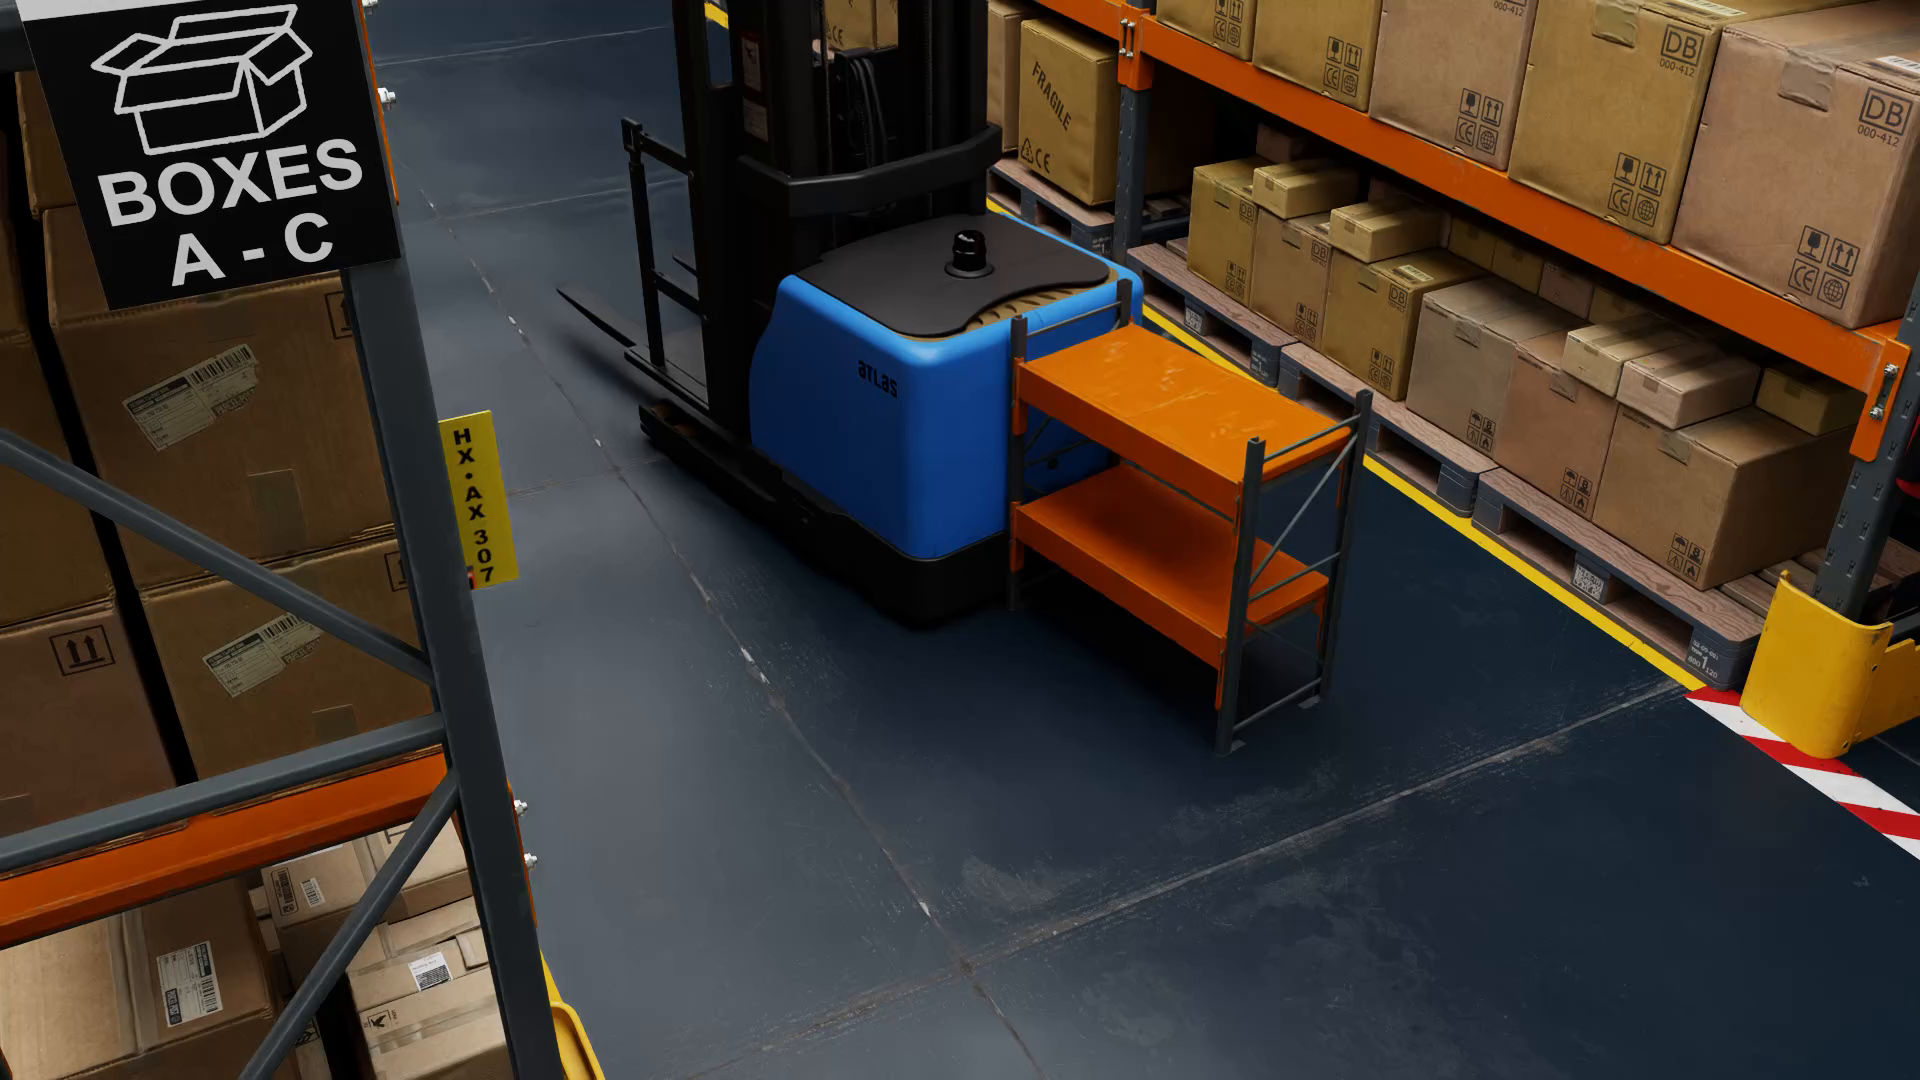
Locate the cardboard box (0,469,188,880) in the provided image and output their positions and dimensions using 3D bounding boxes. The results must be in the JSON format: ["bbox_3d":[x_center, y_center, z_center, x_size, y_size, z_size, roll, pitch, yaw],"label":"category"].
[{"bbox_3d":[-1.734,0.253,2.981,0.500,0.500,0.500,-15,35,-22],"label":"cardboard box"}]

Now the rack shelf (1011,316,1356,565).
[{"bbox_3d":[0.683,-0.341,5.197,0.538,0.278,1.000,-23,39,-32],"label":"rack shelf"}]

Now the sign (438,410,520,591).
[{"bbox_3d":[-0.804,-0.060,2.761,0.100,0.325,0.005,-16,36,-23],"label":"sign"}]

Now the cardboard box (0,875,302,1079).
[{"bbox_3d":[-1.755,1.110,3.646,0.500,0.500,0.500,-16,36,-23],"label":"cardboard box"}]

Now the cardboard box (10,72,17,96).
[{"bbox_3d":[-2.937,-1.390,4.619,0.500,0.500,0.500,-17,36,-25],"label":"cardboard box"}]

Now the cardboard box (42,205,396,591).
[{"bbox_3d":[-1.258,-0.301,2.919,0.500,0.500,0.500,-15,35,-22],"label":"cardboard box"}]

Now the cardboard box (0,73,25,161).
[{"bbox_3d":[-2.456,-0.898,3.851,0.500,0.500,0.500,-15,35,-22],"label":"cardboard box"}]

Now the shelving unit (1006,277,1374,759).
[{"bbox_3d":[0.683,-0.095,5.355,0.538,1.125,1.048,-23,39,-32],"label":"shelving unit"}]

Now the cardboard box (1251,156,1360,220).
[{"bbox_3d":[1.488,-1.521,7.171,0.380,0.149,0.250,-15,35,-22],"label":"cardboard box"}]

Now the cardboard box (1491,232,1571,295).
[{"bbox_3d":[2.324,-1.109,6.526,0.380,0.149,0.250,-15,36,-23],"label":"cardboard box"}]

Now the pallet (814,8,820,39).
[{"bbox_3d":[-0.997,-3.824,12.023,1.003,0.211,1.213,-16,36,-23],"label":"pallet"}]

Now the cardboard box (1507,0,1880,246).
[{"bbox_3d":[2.501,-1.519,5.562,0.980,0.700,0.700,-16,36,-23],"label":"cardboard box"}]

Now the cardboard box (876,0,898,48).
[{"bbox_3d":[-0.004,-3.093,9.901,0.750,0.750,0.750,-16,36,-23],"label":"cardboard box"}]

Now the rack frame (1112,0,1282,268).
[{"bbox_3d":[1.232,-2.716,7.709,1.000,3.000,0.127,-16,36,-23],"label":"rack frame"}]

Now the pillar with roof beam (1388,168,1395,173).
[{"bbox_3d":[-1.485,-4.043,4.218,9.100,9.000,0.400,-16,36,-23],"label":"pillar with roof beam"}]

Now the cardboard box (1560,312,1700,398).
[{"bbox_3d":[2.341,-0.651,5.812,0.380,0.149,0.250,-15,36,-22],"label":"cardboard box"}]

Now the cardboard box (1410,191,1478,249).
[{"bbox_3d":[2.085,-1.353,6.907,0.380,0.149,0.250,-15,36,-23],"label":"cardboard box"}]

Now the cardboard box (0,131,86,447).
[{"bbox_3d":[-1.971,-0.407,3.084,0.500,0.500,0.500,-15,36,-22],"label":"cardboard box"}]

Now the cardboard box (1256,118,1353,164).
[{"bbox_3d":[1.598,-1.850,7.683,0.380,0.149,0.250,-16,36,-23],"label":"cardboard box"}]

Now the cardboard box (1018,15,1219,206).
[{"bbox_3d":[0.813,-2.265,8.608,0.750,0.750,0.750,-15,36,-23],"label":"cardboard box"}]

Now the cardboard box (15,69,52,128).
[{"bbox_3d":[-1.737,-0.788,3.680,0.500,0.500,0.500,-15,36,-22],"label":"cardboard box"}]

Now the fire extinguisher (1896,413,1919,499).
[{"bbox_3d":[2.759,-0.429,4.557,0.296,0.674,0.183,-16,36,-23],"label":"fire extinguisher"}]

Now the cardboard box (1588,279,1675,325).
[{"bbox_3d":[2.564,-0.865,6.146,0.380,0.149,0.250,-16,36,-23],"label":"cardboard box"}]

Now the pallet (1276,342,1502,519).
[{"bbox_3d":[2.090,-0.576,6.954,1.003,0.211,1.213,-16,36,-23],"label":"pallet"}]

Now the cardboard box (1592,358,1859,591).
[{"bbox_3d":[2.682,-0.240,5.772,0.700,0.500,0.500,-16,36,-23],"label":"cardboard box"}]

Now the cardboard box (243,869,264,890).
[{"bbox_3d":[-2.172,0.755,4.432,0.500,0.250,0.500,-16,36,-23],"label":"cardboard box"}]

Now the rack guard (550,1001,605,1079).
[{"bbox_3d":[-1.319,1.457,3.513,1.175,0.500,0.348,-16,36,-23],"label":"rack guard"}]

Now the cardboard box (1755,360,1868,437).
[{"bbox_3d":[2.917,-0.504,5.583,0.380,0.149,0.250,-16,36,-23],"label":"cardboard box"}]

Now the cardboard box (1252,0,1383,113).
[{"bbox_3d":[1.806,-2.230,6.671,0.980,0.700,0.700,-17,36,-24],"label":"cardboard box"}]

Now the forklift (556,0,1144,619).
[{"bbox_3d":[-0.662,-1.693,6.176,1.130,2.935,3.031,-23,39,-32],"label":"forklift"}]

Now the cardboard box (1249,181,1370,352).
[{"bbox_3d":[1.721,-1.217,7.297,0.700,0.500,0.500,-16,36,-24],"label":"cardboard box"}]

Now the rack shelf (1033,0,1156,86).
[{"bbox_3d":[0.299,-3.368,9.393,1.077,0.370,4.000,-16,36,-23],"label":"rack shelf"}]

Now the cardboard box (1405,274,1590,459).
[{"bbox_3d":[2.213,-0.719,6.519,0.700,0.500,0.500,-17,36,-25],"label":"cardboard box"}]

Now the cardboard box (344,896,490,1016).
[{"bbox_3d":[-1.292,1.043,4.060,0.380,0.166,0.250,-16,36,-23],"label":"cardboard box"}]

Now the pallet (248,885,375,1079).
[{"bbox_3d":[-1.692,1.198,4.184,1.003,0.211,1.213,-16,36,-23],"label":"pallet"}]

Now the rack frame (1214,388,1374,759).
[{"bbox_3d":[1.000,0.120,5.020,0.500,1.125,0.032,-23,39,-32],"label":"rack frame"}]

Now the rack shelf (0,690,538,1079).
[{"bbox_3d":[-2.217,-0.211,4.465,1.077,0.370,4.000,-16,36,-23],"label":"rack shelf"}]
